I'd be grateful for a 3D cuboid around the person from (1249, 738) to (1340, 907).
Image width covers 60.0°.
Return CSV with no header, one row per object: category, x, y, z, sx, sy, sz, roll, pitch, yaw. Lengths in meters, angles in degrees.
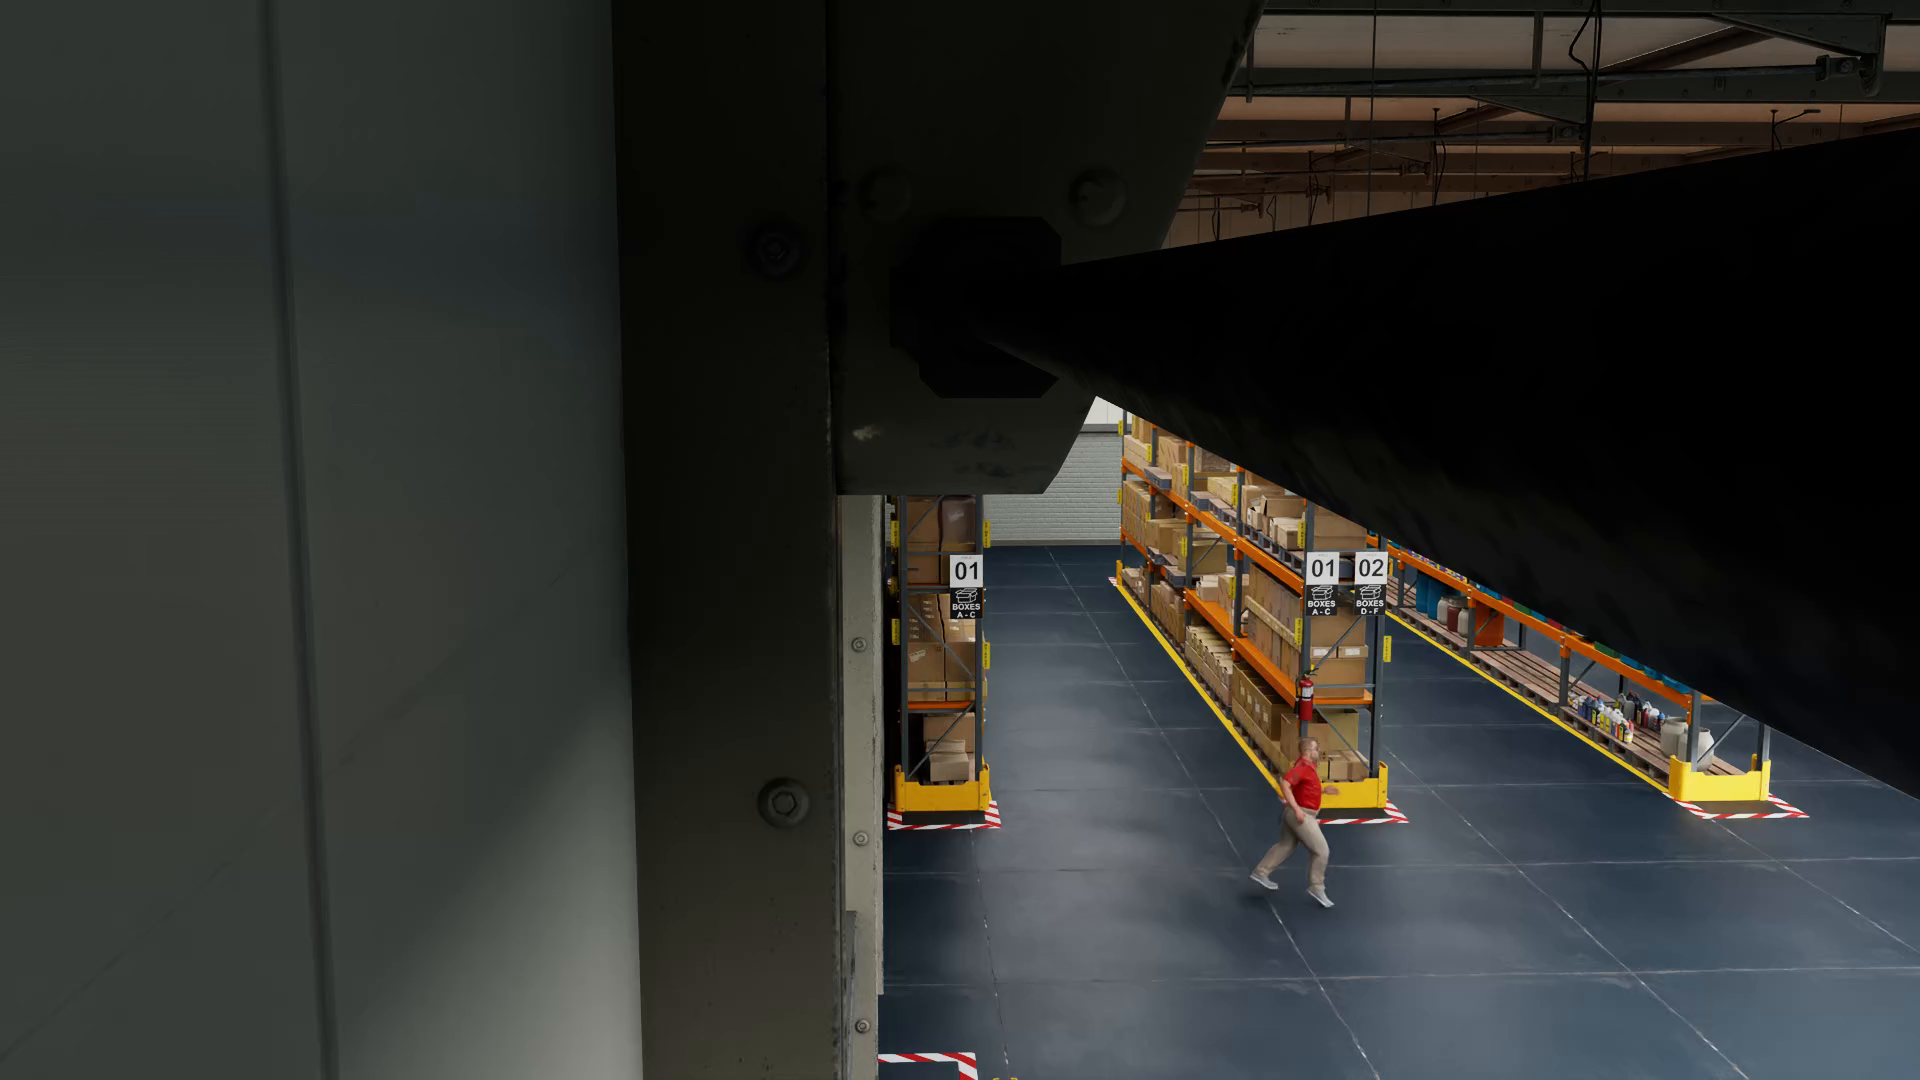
person,3.502,2.946,17.365,0.906,1.787,0.699,1,9,8
